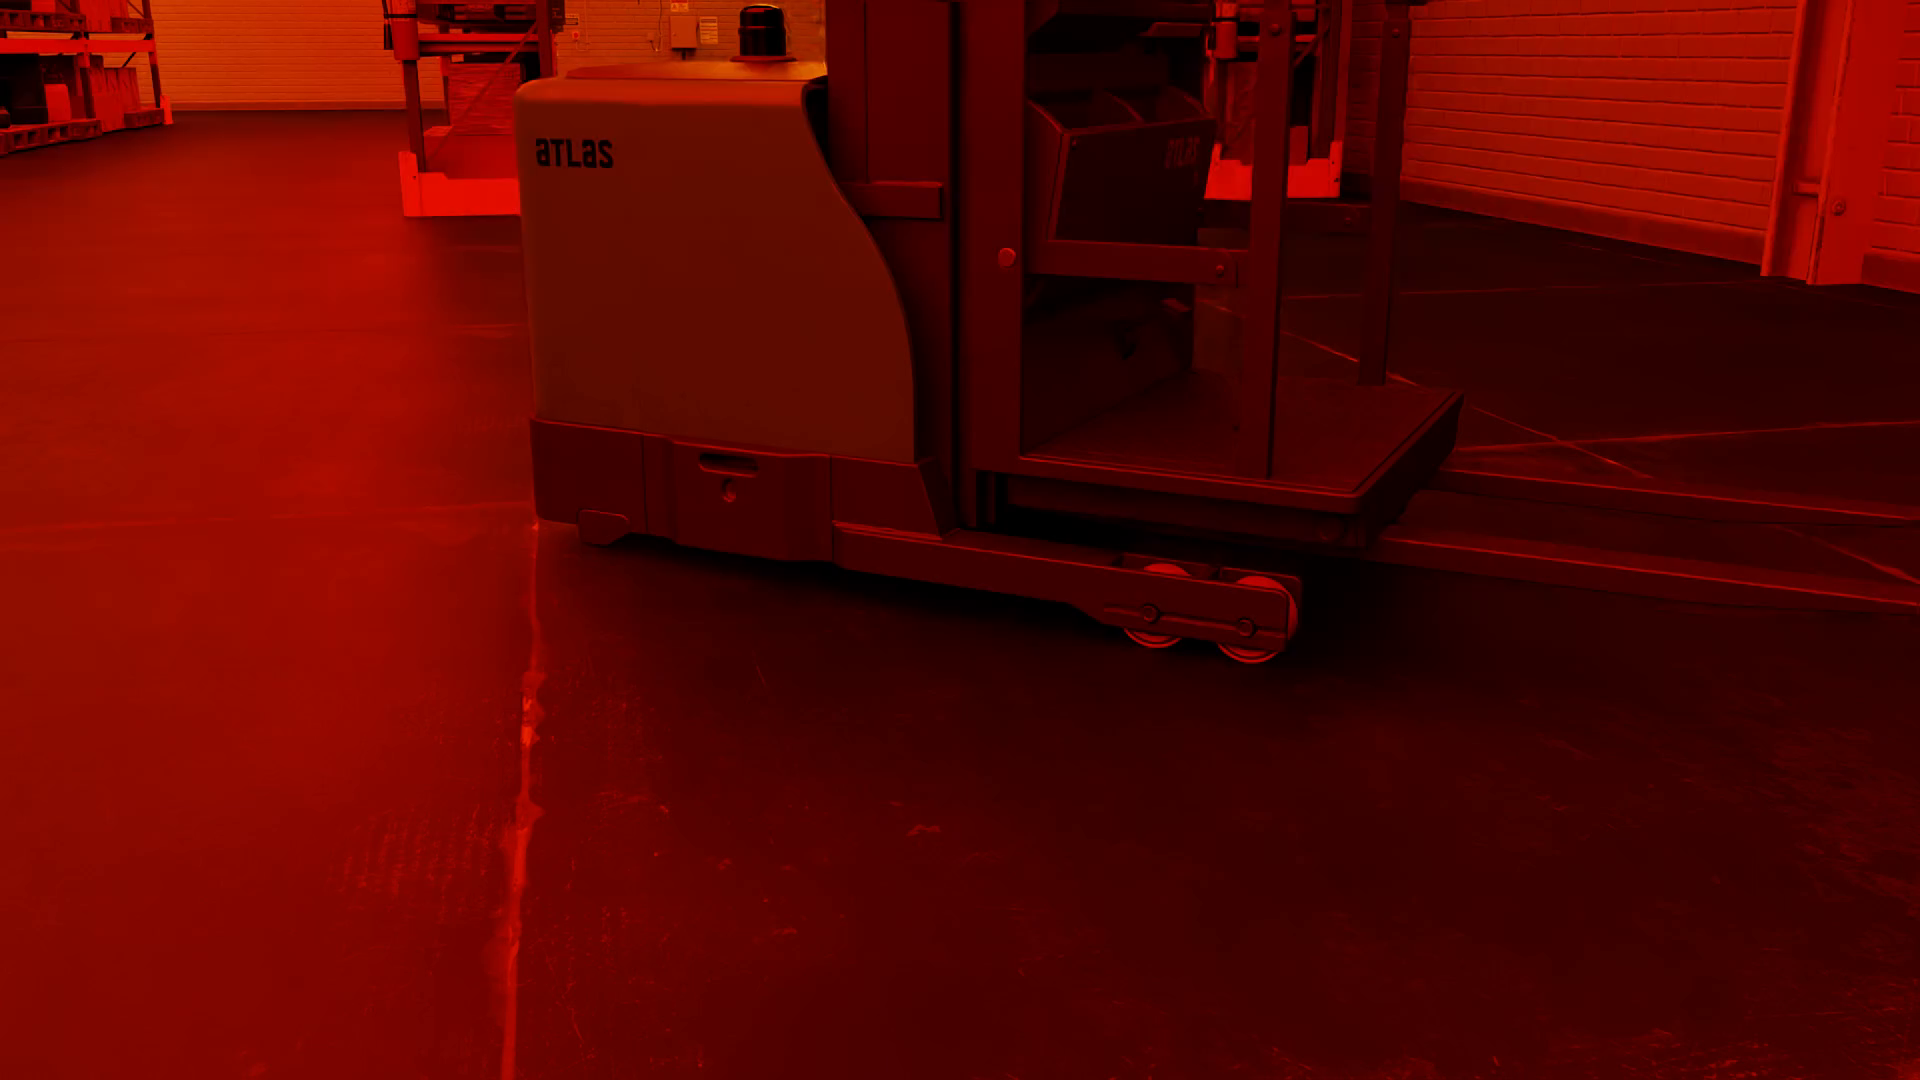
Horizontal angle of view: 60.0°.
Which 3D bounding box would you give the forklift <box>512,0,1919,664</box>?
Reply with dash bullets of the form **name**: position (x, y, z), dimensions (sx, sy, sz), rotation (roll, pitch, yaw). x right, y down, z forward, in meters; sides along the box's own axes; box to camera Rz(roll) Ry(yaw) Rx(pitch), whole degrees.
- **forklift**: position (0.536, -1.339, 3.375), dimensions (3.031, 2.935, 1.130), rotation (8, 18, 25)
